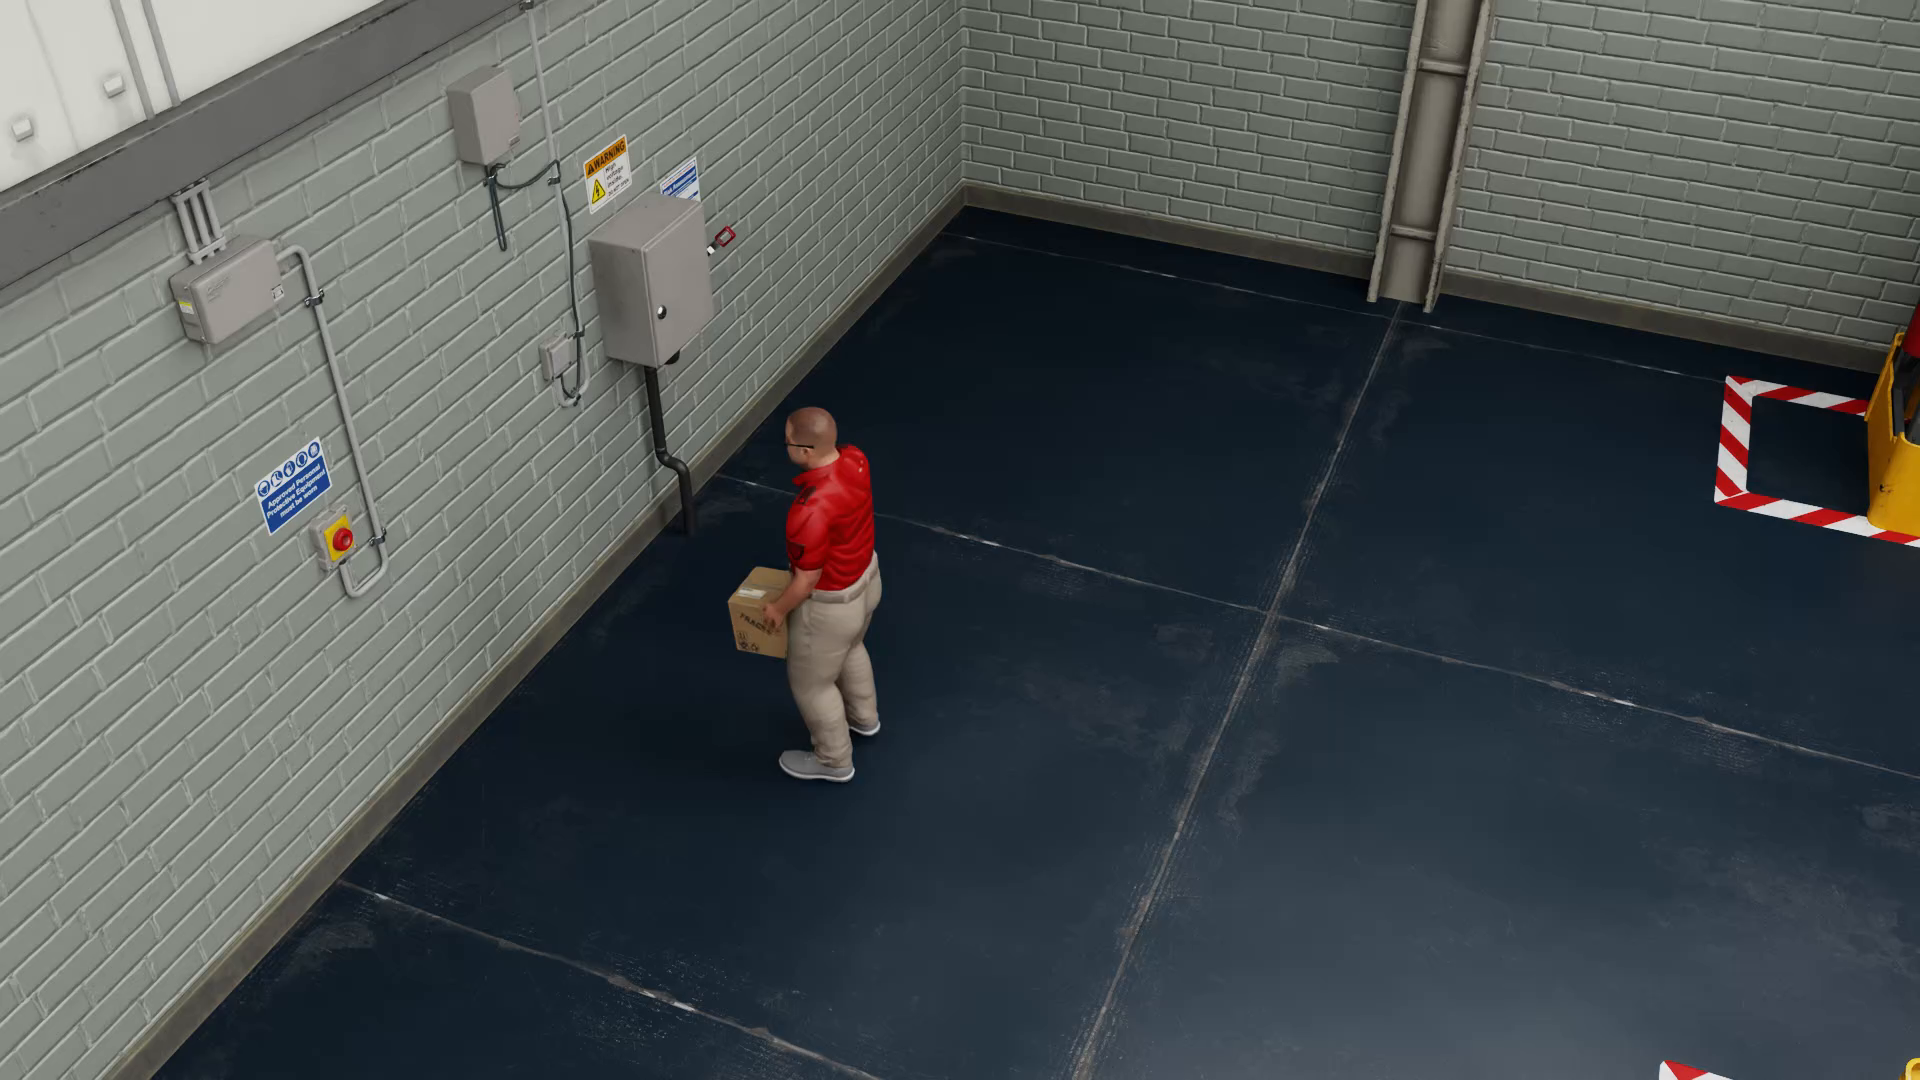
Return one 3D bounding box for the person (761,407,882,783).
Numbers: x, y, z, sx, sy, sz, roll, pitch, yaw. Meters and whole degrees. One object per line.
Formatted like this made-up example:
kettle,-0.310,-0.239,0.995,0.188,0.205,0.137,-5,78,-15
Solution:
person,-0.535,0.248,6.578,0.405,1.638,0.547,13,39,17
